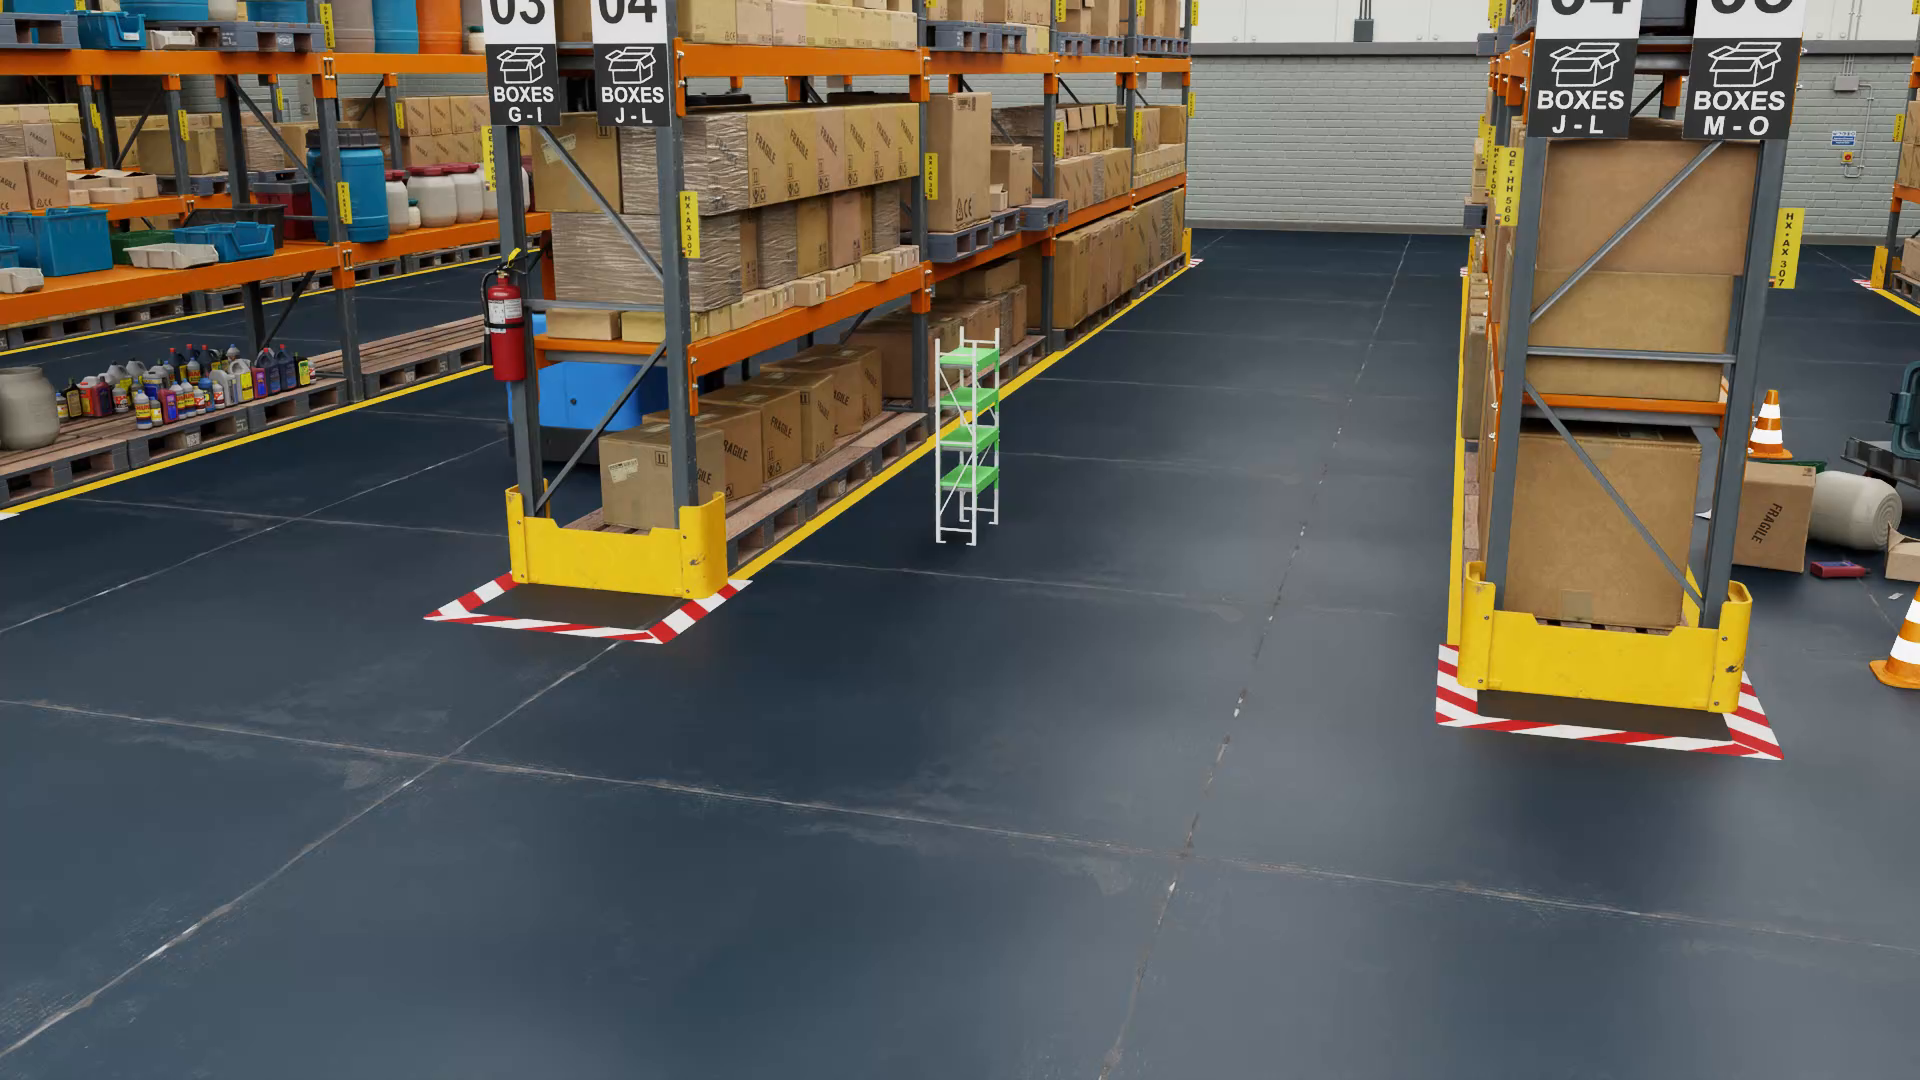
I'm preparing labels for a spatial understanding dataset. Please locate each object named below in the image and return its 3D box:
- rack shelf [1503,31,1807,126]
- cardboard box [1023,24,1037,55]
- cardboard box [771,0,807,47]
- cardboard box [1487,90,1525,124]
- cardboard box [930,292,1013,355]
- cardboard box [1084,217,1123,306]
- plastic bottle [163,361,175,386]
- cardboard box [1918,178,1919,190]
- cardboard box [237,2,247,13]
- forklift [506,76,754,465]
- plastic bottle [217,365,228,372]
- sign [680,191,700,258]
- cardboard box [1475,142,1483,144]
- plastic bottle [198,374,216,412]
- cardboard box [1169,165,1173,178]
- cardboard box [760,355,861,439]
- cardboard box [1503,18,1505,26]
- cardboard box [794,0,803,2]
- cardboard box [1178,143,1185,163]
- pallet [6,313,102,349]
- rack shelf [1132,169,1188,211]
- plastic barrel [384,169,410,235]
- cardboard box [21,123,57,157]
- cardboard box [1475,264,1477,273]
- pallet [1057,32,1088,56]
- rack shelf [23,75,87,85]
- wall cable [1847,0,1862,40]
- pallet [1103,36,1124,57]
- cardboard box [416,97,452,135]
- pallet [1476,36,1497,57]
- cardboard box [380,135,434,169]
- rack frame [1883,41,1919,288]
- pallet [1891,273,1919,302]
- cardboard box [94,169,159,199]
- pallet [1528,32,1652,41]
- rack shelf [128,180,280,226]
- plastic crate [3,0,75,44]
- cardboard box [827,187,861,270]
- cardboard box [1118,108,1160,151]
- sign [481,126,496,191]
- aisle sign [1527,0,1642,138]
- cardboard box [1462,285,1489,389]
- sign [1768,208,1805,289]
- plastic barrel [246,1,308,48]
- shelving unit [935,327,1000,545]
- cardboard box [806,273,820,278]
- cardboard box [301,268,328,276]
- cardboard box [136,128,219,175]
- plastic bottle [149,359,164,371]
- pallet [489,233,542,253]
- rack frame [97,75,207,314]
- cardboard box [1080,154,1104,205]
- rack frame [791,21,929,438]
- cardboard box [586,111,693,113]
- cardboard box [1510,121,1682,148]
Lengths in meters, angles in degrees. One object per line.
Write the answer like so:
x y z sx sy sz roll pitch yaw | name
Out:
3.425 -2.406 8.638 1.077 0.370 4.000 5 16 16 | rack shelf
0.376 -4.387 14.577 0.500 0.250 0.500 5 16 16 | cardboard box
-1.200 -2.939 9.472 0.500 0.250 0.500 5 16 16 | cardboard box
6.141 -4.742 18.490 0.500 0.500 0.500 4 16 14 | cardboard box
0.087 -1.976 15.075 0.700 0.500 0.500 3 16 11 | cardboard box
1.125 -3.114 18.434 1.225 0.875 0.875 4 16 14 | cardboard box
-6.169 -1.257 12.958 0.097 0.271 0.097 0 16 0 | plastic bottle
11.488 -4.293 19.286 0.500 0.500 0.500 5 16 16 | cardboard box
-8.673 -6.412 19.426 0.500 0.500 0.500 5 16 16 | cardboard box
-2.206 -2.266 12.447 1.130 2.935 3.031 5 17 18 | forklift
-5.640 -1.208 12.764 0.061 0.283 0.133 5 16 16 | plastic bottle
-1.350 -1.572 8.287 0.100 0.325 0.005 5 16 16 | sign
5.420 -3.953 16.871 0.380 0.149 0.250 4 16 15 | cardboard box
-5.621 -1.099 12.402 0.097 0.271 0.097 0 16 0 | plastic bottle
2.603 -4.876 21.985 0.380 0.149 0.250 4 16 15 | cardboard box
-1.041 -0.991 11.638 0.500 0.500 0.500 11 19 33 | cardboard box
5.049 -4.539 14.657 0.500 0.500 0.500 5 16 16 | cardboard box
-1.141 -3.221 9.734 0.380 0.149 0.250 4 16 15 | cardboard box
2.794 -5.307 22.772 0.500 0.250 0.500 4 16 15 | cardboard box
-9.713 -2.187 17.154 1.003 0.211 1.213 5 16 16 | pallet
2.109 -4.514 21.565 1.077 0.370 4.000 5 16 16 | rack shelf
-5.000 -2.927 14.401 0.433 0.535 0.433 0 16 0 | plastic barrel
-12.732 -5.415 22.660 0.500 0.500 0.500 5 17 16 | cardboard box
6.117 -3.078 19.094 0.380 0.149 0.250 4 16 13 | cardboard box
0.536 -4.815 16.157 1.213 0.211 1.003 5 17 18 | pallet
-13.275 -6.063 21.529 1.077 0.370 4.000 5 16 16 | rack shelf
13.525 -9.011 25.107 0.463 3.000 0.029 5 16 16 | wall cable
1.327 -5.444 18.380 0.805 0.209 1.217 4 16 14 | pallet
-7.407 -5.872 23.018 0.500 0.500 0.500 4 16 14 | cardboard box
5.989 -5.125 17.249 1.213 0.211 1.003 5 16 16 | pallet
-7.550 -5.266 22.716 0.500 0.500 0.500 5 17 17 | cardboard box
12.178 -4.615 20.602 1.000 3.000 0.127 5 16 16 | rack frame
12.026 -3.058 20.224 1.003 0.211 1.213 5 16 16 | pallet
-9.238 -3.925 18.333 0.500 0.311 0.500 6 17 19 | cardboard box
4.207 -3.427 11.270 0.805 0.209 1.217 4 16 14 | pallet
-8.525 -4.237 20.587 1.077 0.370 4.000 5 16 16 | rack shelf
-6.365 -3.539 11.342 0.392 0.384 0.575 5 16 16 | plastic crate
-1.142 -2.055 10.850 0.875 0.500 0.500 5 16 16 | cardboard box
2.212 -5.139 20.805 0.500 0.500 0.500 4 16 14 | cardboard box
-2.396 -1.955 8.523 0.100 0.325 0.005 5 16 16 | sign
2.549 -2.042 6.766 0.394 0.787 0.004 5 16 16 | aisle sign
4.626 -1.618 13.389 1.050 0.750 0.750 5 17 17 | cardboard box
3.387 -1.196 6.818 0.100 0.325 0.005 5 16 16 | sign
-5.545 -4.462 13.648 0.600 0.901 0.708 5 16 16 | plastic barrel
0.047 -0.621 9.818 0.258 1.200 0.503 5 16 16 | shelving unit
-1.097 -1.593 10.409 0.380 0.149 0.250 5 16 16 | cardboard box
-8.256 -3.571 20.696 0.500 0.500 0.500 4 16 14 | cardboard box
-9.022 -4.483 19.185 0.700 0.500 0.500 -1 16 -3 | cardboard box
-6.250 -1.264 12.962 0.061 0.283 0.133 5 17 18 | plastic bottle
-7.067 -4.582 25.598 1.003 0.211 1.213 5 16 16 | pallet
-9.093 -4.059 18.644 1.000 3.000 0.127 5 16 16 | rack frame
1.233 -3.844 17.703 0.500 0.500 0.500 5 16 16 | cardboard box
-0.733 -2.244 12.243 1.000 3.000 0.127 5 16 16 | rack frame
-1.814 -2.164 9.400 0.500 0.500 0.500 5 16 16 | cardboard box
3.526 -2.047 9.295 0.875 0.550 0.550 5 16 16 | cardboard box
